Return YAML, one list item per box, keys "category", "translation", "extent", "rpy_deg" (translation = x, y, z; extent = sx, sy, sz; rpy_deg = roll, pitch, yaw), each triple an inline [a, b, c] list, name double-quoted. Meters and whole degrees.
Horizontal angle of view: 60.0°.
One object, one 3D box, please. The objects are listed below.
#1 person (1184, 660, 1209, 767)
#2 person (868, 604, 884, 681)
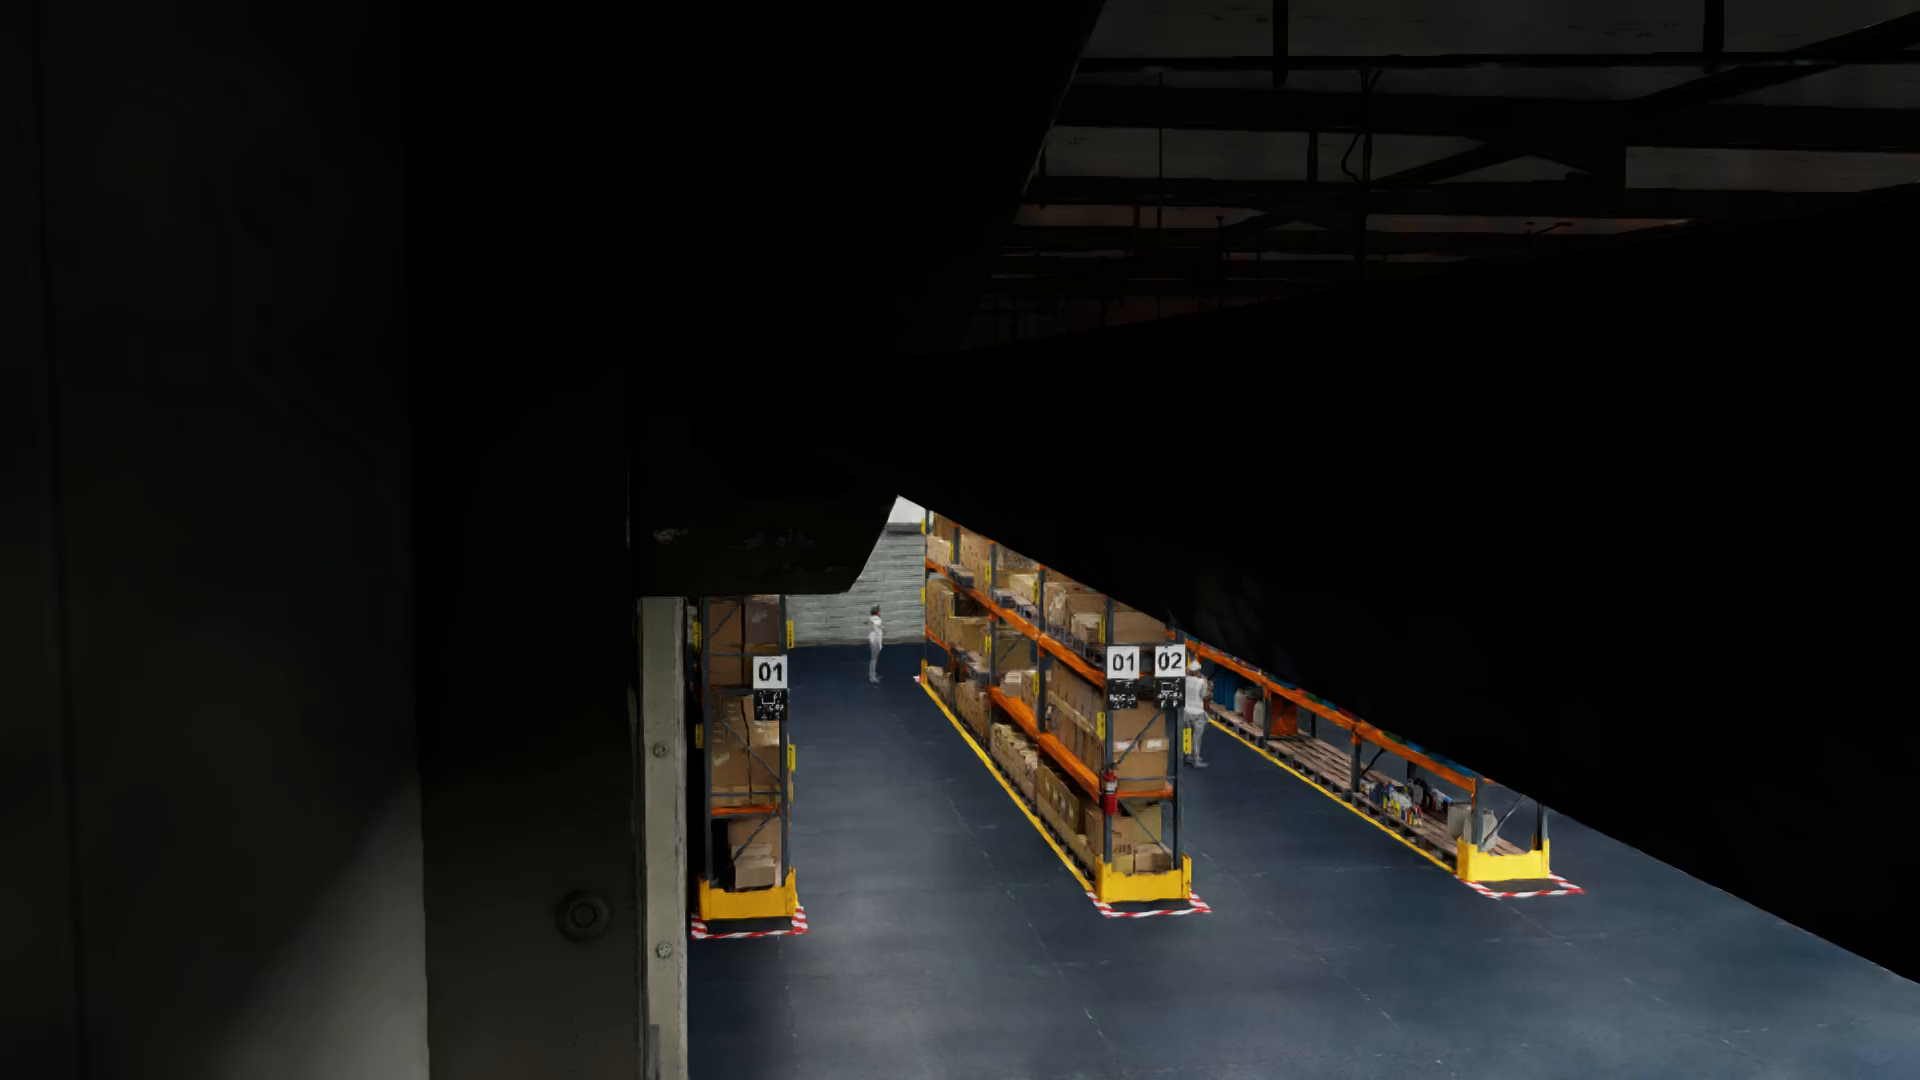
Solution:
- category: "person"
  translation: [4.029, 2.936, 28.320]
  extent: [0.457, 1.776, 0.618]
  rpy_deg: [-4, 6, -38]
- category: "person"
  translation: [-1.858, 2.245, 36.725]
  extent: [0.363, 1.683, 0.601]
  rpy_deg: [-1, 5, -16]
